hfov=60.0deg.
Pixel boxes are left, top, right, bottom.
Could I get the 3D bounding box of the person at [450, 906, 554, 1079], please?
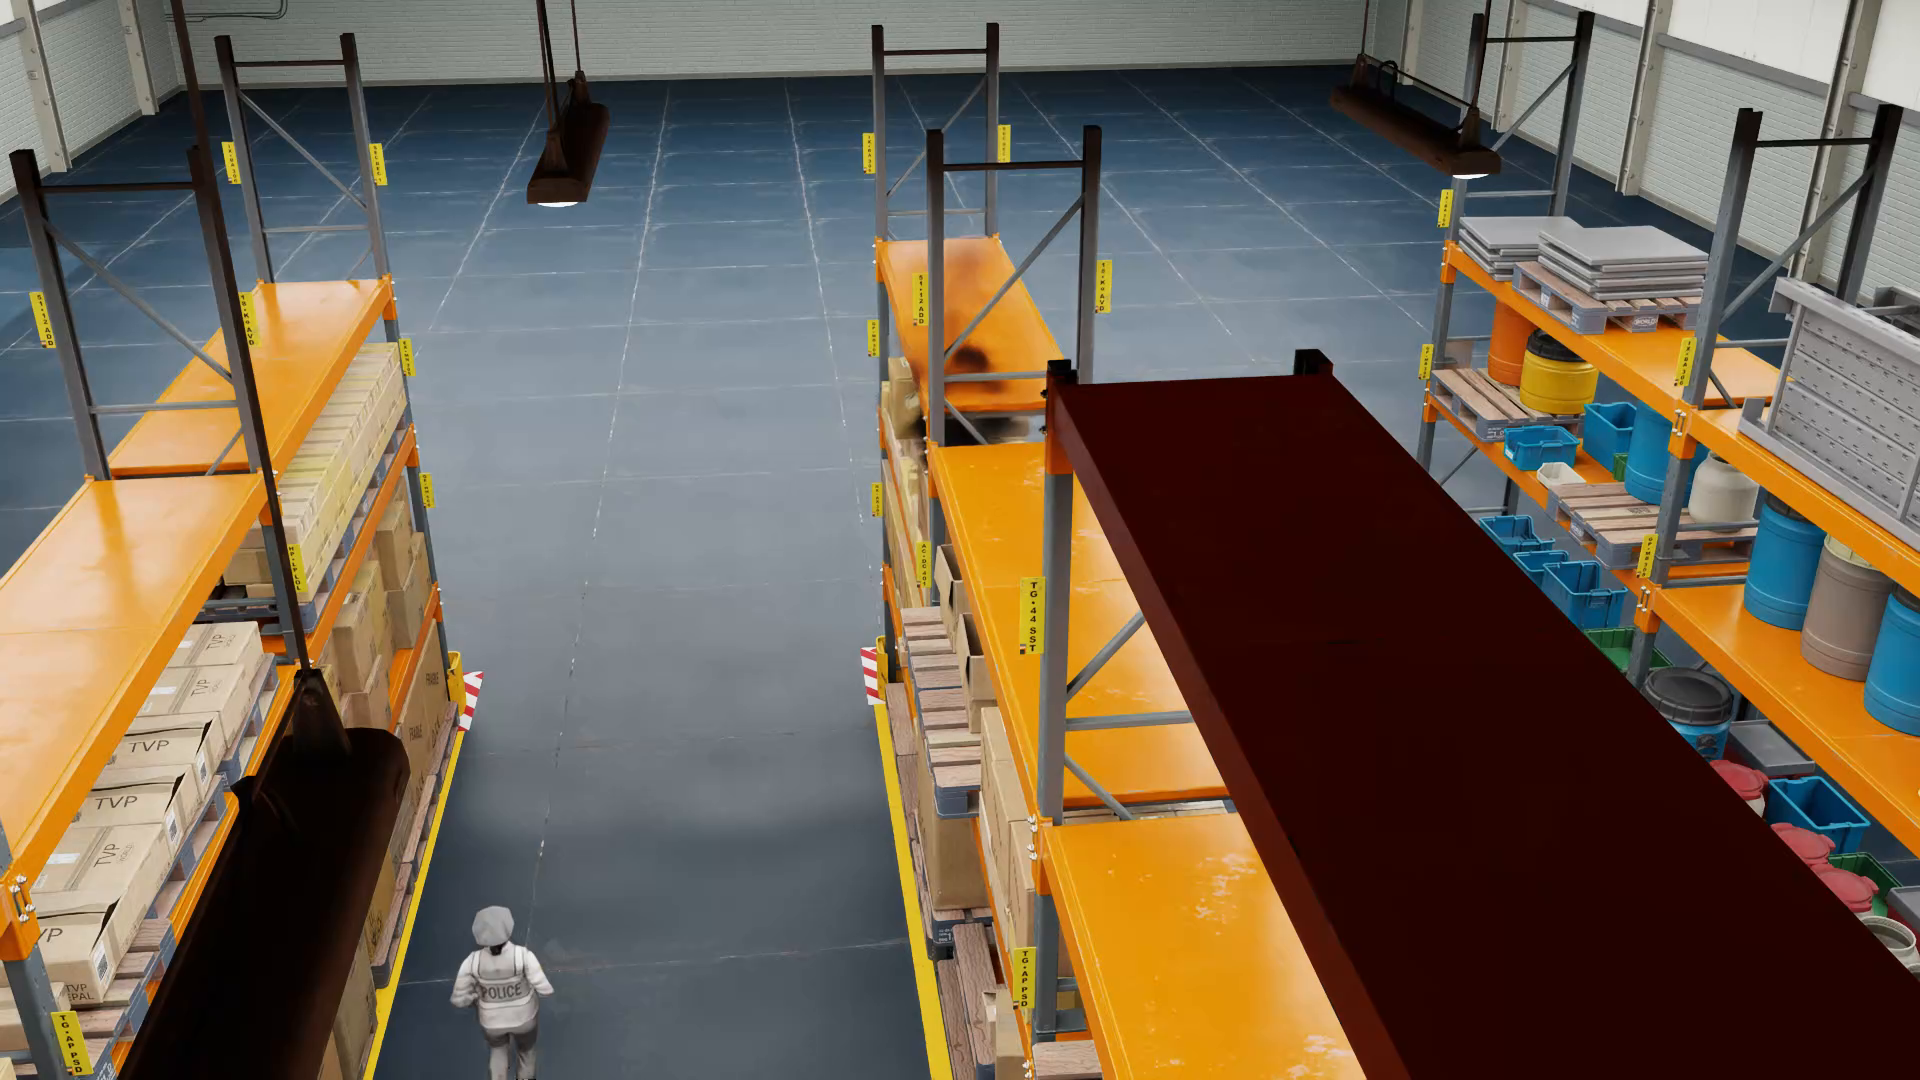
[{"bbox_3d":[-2.825,2.953,10.388,0.612,1.648,0.551,-4,26,-7],"label":"person"}]
